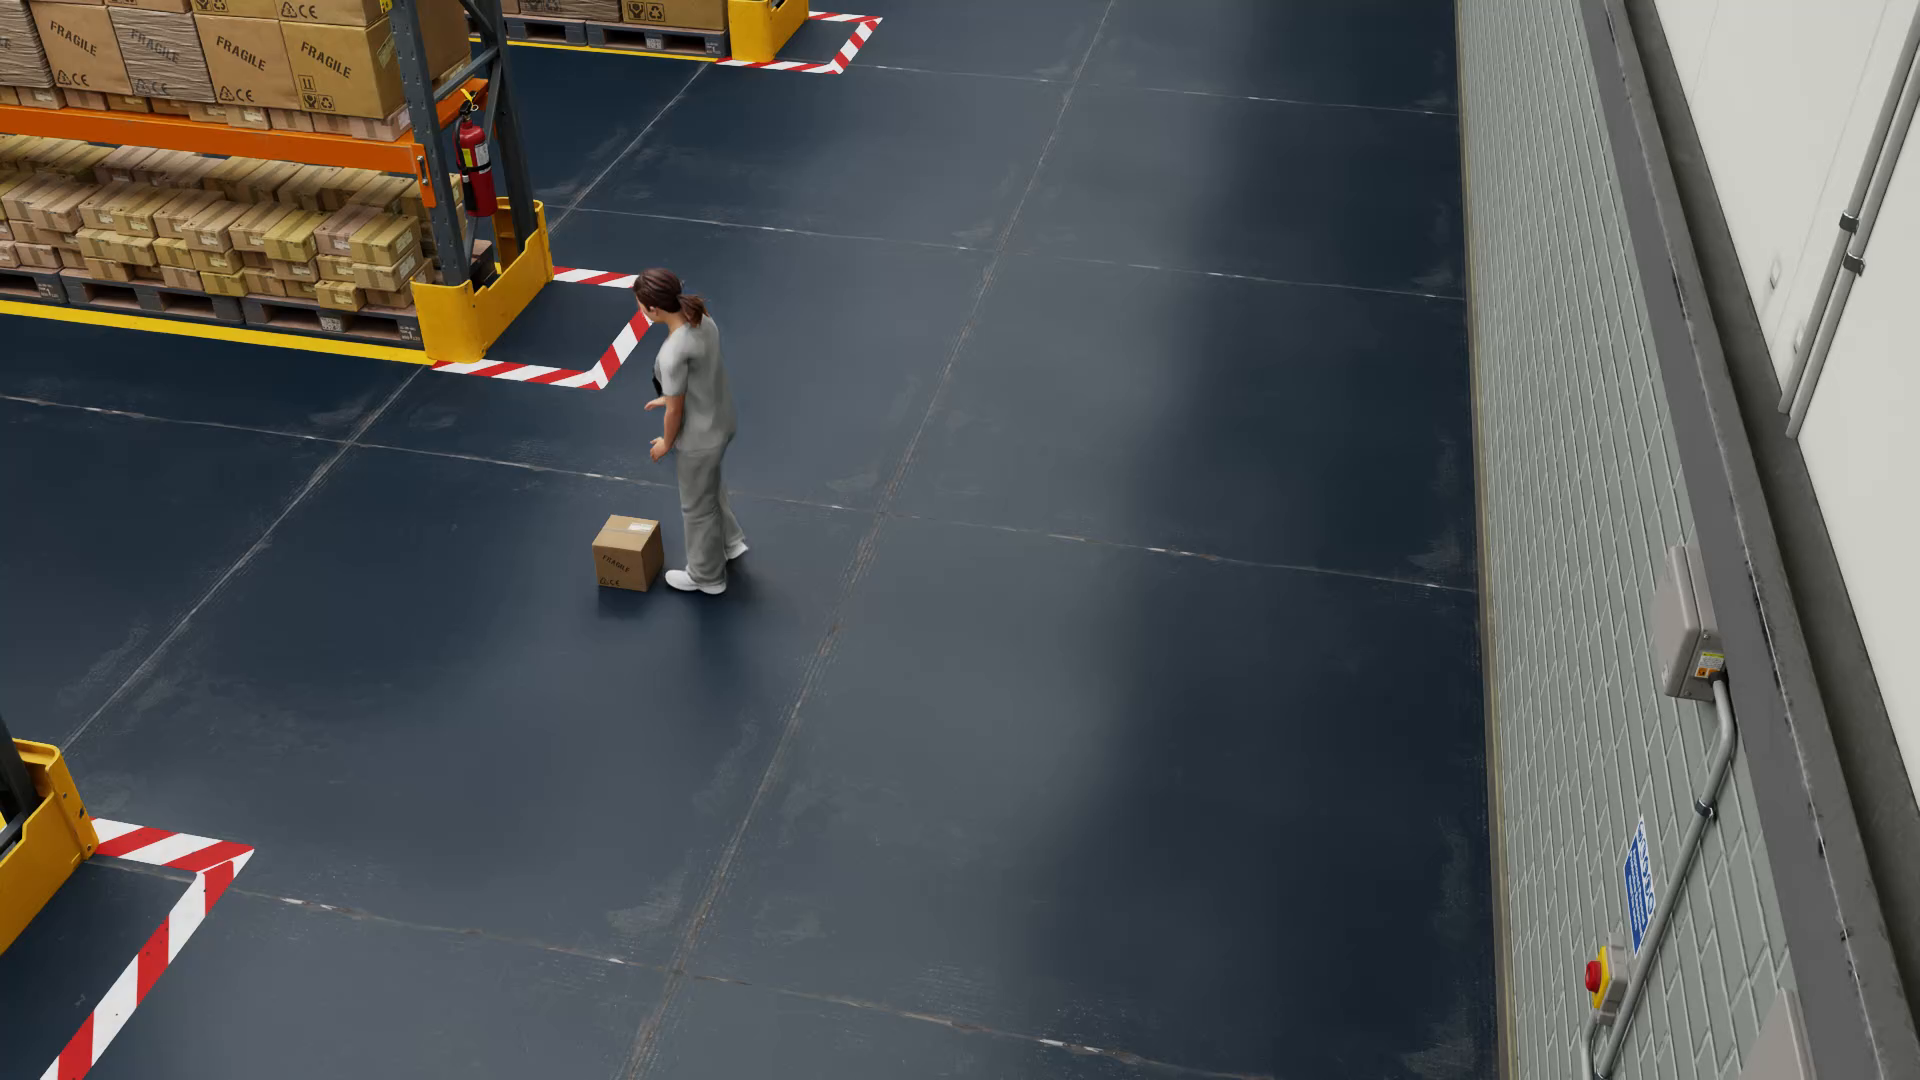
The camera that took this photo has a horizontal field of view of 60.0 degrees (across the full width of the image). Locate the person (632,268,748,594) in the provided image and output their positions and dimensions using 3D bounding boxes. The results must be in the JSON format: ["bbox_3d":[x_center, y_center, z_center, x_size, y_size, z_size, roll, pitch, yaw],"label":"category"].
[{"bbox_3d":[-1.264,-0.481,7.616,0.497,1.699,0.473,10,38,13],"label":"person"}]
